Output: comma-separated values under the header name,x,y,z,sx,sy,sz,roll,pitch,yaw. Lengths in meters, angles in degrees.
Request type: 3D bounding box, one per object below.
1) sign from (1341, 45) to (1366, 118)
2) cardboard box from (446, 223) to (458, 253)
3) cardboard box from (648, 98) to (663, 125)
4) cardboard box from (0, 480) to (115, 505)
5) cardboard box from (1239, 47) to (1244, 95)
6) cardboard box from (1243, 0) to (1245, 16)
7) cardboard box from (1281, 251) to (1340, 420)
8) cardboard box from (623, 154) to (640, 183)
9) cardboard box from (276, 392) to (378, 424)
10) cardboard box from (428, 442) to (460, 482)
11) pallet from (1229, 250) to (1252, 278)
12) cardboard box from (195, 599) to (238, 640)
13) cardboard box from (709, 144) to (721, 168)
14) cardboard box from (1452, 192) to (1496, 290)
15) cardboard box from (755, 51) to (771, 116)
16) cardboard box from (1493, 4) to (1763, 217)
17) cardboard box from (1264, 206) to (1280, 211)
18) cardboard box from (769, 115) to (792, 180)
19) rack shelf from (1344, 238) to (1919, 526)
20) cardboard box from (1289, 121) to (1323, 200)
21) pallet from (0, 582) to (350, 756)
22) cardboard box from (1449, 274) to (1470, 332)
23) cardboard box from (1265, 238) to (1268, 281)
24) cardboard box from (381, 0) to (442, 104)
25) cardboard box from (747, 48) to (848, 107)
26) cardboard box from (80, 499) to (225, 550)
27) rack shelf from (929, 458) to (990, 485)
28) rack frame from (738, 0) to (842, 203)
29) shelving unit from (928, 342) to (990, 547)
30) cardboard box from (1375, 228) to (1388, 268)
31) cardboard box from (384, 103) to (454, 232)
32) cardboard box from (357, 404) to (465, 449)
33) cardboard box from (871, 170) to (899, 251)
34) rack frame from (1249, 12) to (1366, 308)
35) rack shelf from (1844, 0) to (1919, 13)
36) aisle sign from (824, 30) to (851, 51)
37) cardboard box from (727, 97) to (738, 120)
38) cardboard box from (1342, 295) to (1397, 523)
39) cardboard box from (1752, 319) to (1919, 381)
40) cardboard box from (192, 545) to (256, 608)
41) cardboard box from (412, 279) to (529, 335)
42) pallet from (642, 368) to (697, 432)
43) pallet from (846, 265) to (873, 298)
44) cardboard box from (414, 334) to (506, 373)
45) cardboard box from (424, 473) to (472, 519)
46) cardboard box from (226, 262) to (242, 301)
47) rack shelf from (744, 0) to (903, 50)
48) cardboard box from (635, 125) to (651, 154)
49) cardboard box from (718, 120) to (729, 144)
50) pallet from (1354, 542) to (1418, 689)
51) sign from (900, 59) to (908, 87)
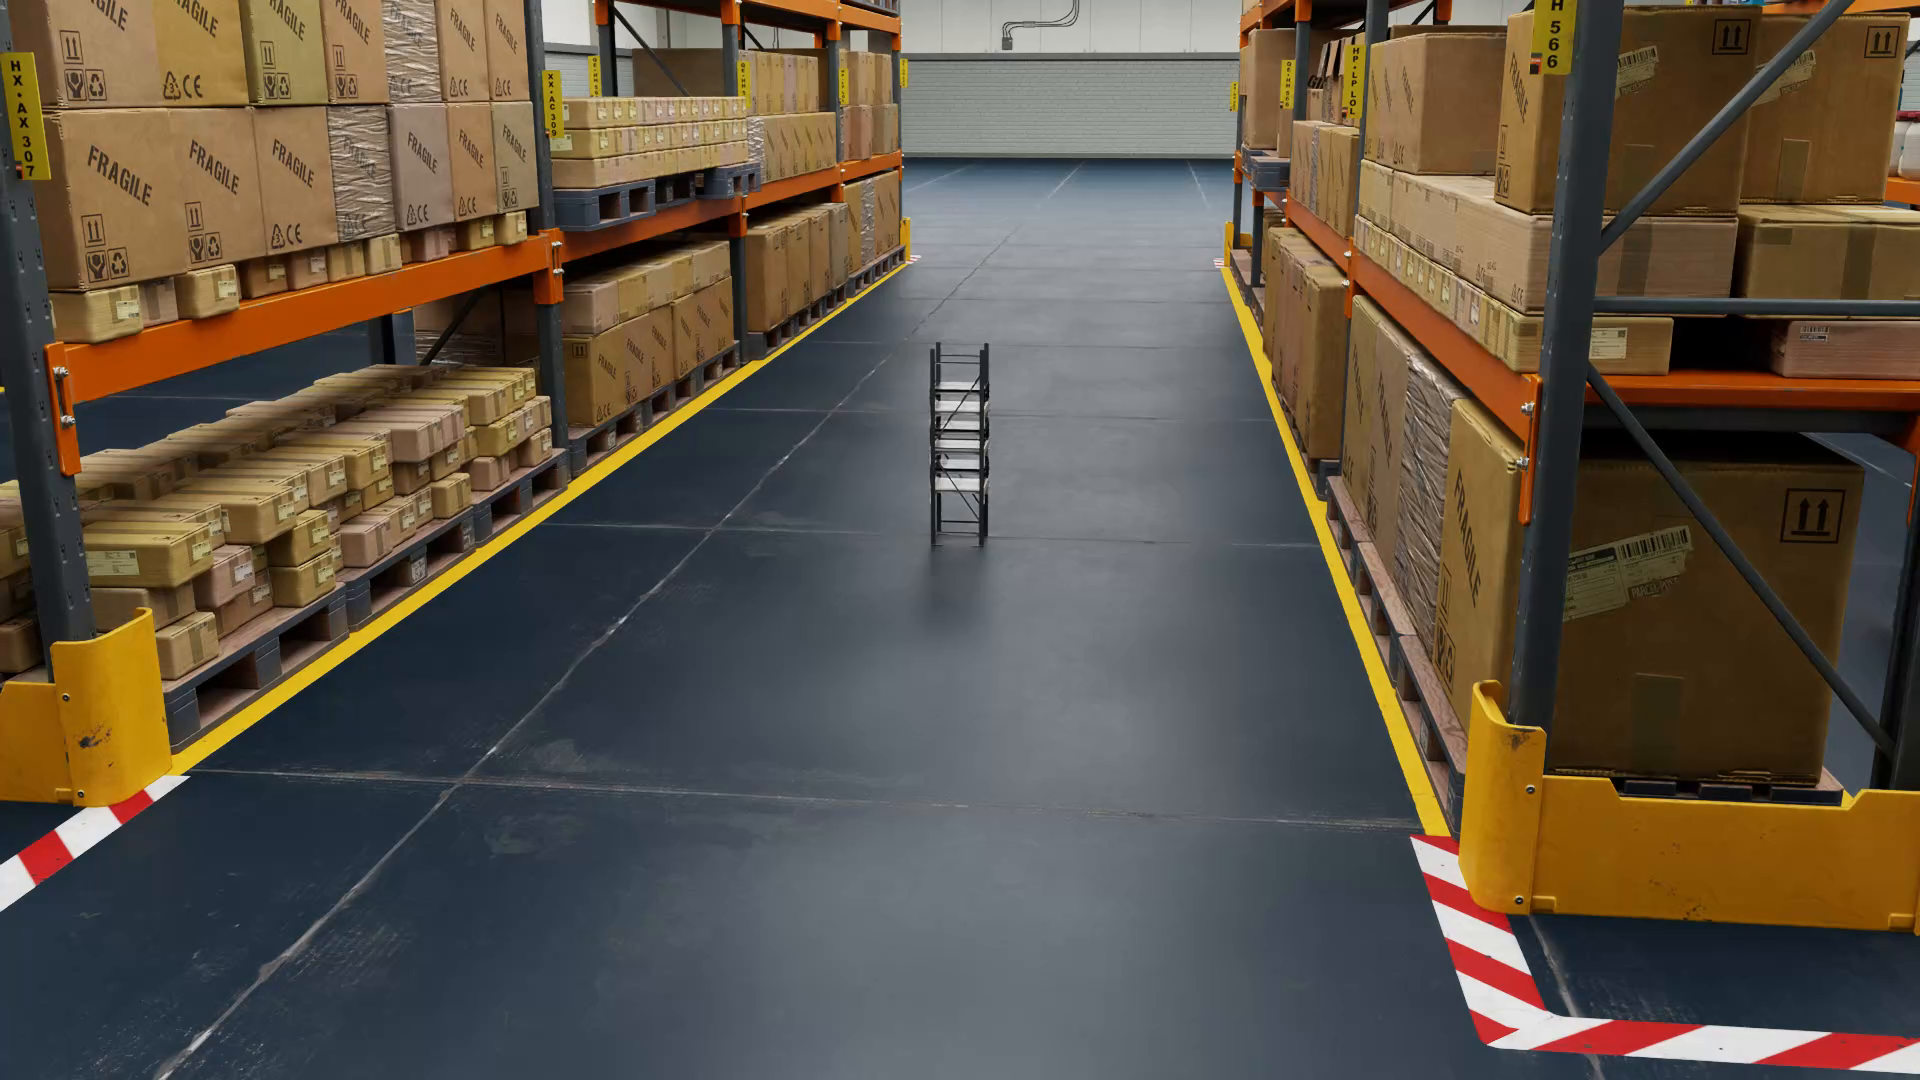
name,x,y,z,sx,sy,sz,roll,pitch,yaw
sign,1.819,-2.114,7.668,0.100,0.325,0.005,2,15,6
cardboard box,-2.464,-1.348,7.381,0.380,0.149,0.250,1,15,5
cardboard box,-1.940,-2.480,9.623,0.380,0.149,0.250,2,15,6
cardboard box,-3.212,-0.108,5.832,0.380,0.149,0.250,1,15,5
cardboard box,3.317,-5.103,18.110,0.500,0.500,0.500,2,15,6
cardboard box,3.402,-5.951,18.463,0.500,0.250,0.500,2,15,8
cardboard box,2.512,-1.156,9.455,1.225,0.875,0.875,1,15,4
cardboard box,-1.998,-2.059,9.208,0.380,0.149,0.250,2,15,7
cardboard box,-2.878,-0.578,7.570,0.380,0.149,0.250,1,15,5
cardboard box,-2.443,-0.362,7.342,0.380,0.149,0.250,2,15,8
pallet,3.578,-3.117,18.785,1.003,0.211,1.213,2,15,6
cardboard box,-2.683,0.262,5.605,0.380,0.149,0.250,2,15,6
cardboard box,-1.795,-2.534,10.964,0.380,0.149,0.250,1,15,6
cardboard box,1.757,-0.879,4.884,0.500,0.250,0.500,1,15,5
cardboard box,-1.934,-3.701,13.497,0.700,0.500,0.500,1,15,5
cardboard box,1.702,-1.110,4.301,0.500,0.500,0.500,2,15,7
cardboard box,3.627,-3.527,18.944,0.500,0.500,0.500,5,16,17
cardboard box,-1.675,-3.209,13.593,0.500,0.500,0.500,2,15,6
rack shelf,2.134,-0.714,5.935,1.077,0.370,4.000,2,15,6
cardboard box,2.486,-2.548,11.146,0.500,0.500,0.500,2,15,8
pallet,-2.873,0.402,5.772,1.003,0.211,1.213,2,15,6
cardboard box,1.708,-0.721,5.063,0.380,0.149,0.250,2,15,7
cardboard box,3.172,-2.502,15.115,0.700,0.500,0.500,1,15,2
cardboard box,-2.466,-2.031,6.748,0.500,0.500,0.500,2,15,8
cardboard box,-1.579,-4.516,16.259,0.875,0.550,0.550,2,15,6
cardboard box,-2.700,-0.030,5.543,0.380,0.149,0.250,2,15,7
rack shelf,-0.001,-0.313,7.569,0.258,0.077,0.200,2,15,6
rack frame,-1.655,-3.827,16.070,1.000,3.000,0.127,2,15,6
shelving unit,-0.001,-0.432,7.537,0.258,0.900,0.210,2,15,6
cardboard box,1.909,-1.187,6.787,0.380,0.149,0.250,1,15,5
cardboard box,-2.448,-1.547,6.875,0.500,0.500,0.500,2,15,6
cardboard box,-2.395,-0.496,7.267,0.380,0.149,0.250,1,15,4
cardboard box,-1.214,-3.864,19.471,0.875,0.875,0.875,2,15,7
rack frame,3.262,-3.655,15.433,1.000,3.000,0.127,2,15,6
rack shelf,7.958,-4.091,12.677,1.077,0.370,4.000,2,15,6
aisle sign,-1.493,-6.147,19.668,0.394,0.787,0.004,2,15,6
cardboard box,-1.736,-2.953,11.373,0.380,0.149,0.250,2,15,6
cardboard box,2.206,-0.588,7.357,0.875,0.875,0.875,2,15,6
cardboard box,2.276,-0.504,4.260,0.380,0.149,0.250,2,15,7
cardboard box,-2.607,0.117,5.569,0.380,0.149,0.250,2,15,6
cardboard box,-2.724,-1.311,9.312,0.500,0.250,0.500,1,15,5
pallet,-2.336,-0.926,10.681,1.003,0.211,1.213,2,15,6
pallet,-1.491,-2.676,17.155,1.003,0.211,1.213,2,15,6
cardboard box,-2.724,-0.948,9.405,0.500,0.500,0.500,1,15,5
cardboard box,-2.380,-0.199,7.308,0.380,0.149,0.250,2,15,6
cardboard box,-2.682,-0.875,5.632,0.380,0.149,0.250,2,15,9
rack shelf,-1.429,-5.447,17.690,1.077,0.370,4.000,2,15,6
cardboard box,-1.971,-2.268,9.409,0.380,0.149,0.250,1,15,4
cardboard box,-1.765,-2.736,11.140,0.380,0.149,0.250,2,15,8
pallet,2.061,0.278,6.229,1.003,0.211,1.213,2,15,6
sign,-0.666,-5.518,19.652,0.100,0.325,0.005,2,15,6
